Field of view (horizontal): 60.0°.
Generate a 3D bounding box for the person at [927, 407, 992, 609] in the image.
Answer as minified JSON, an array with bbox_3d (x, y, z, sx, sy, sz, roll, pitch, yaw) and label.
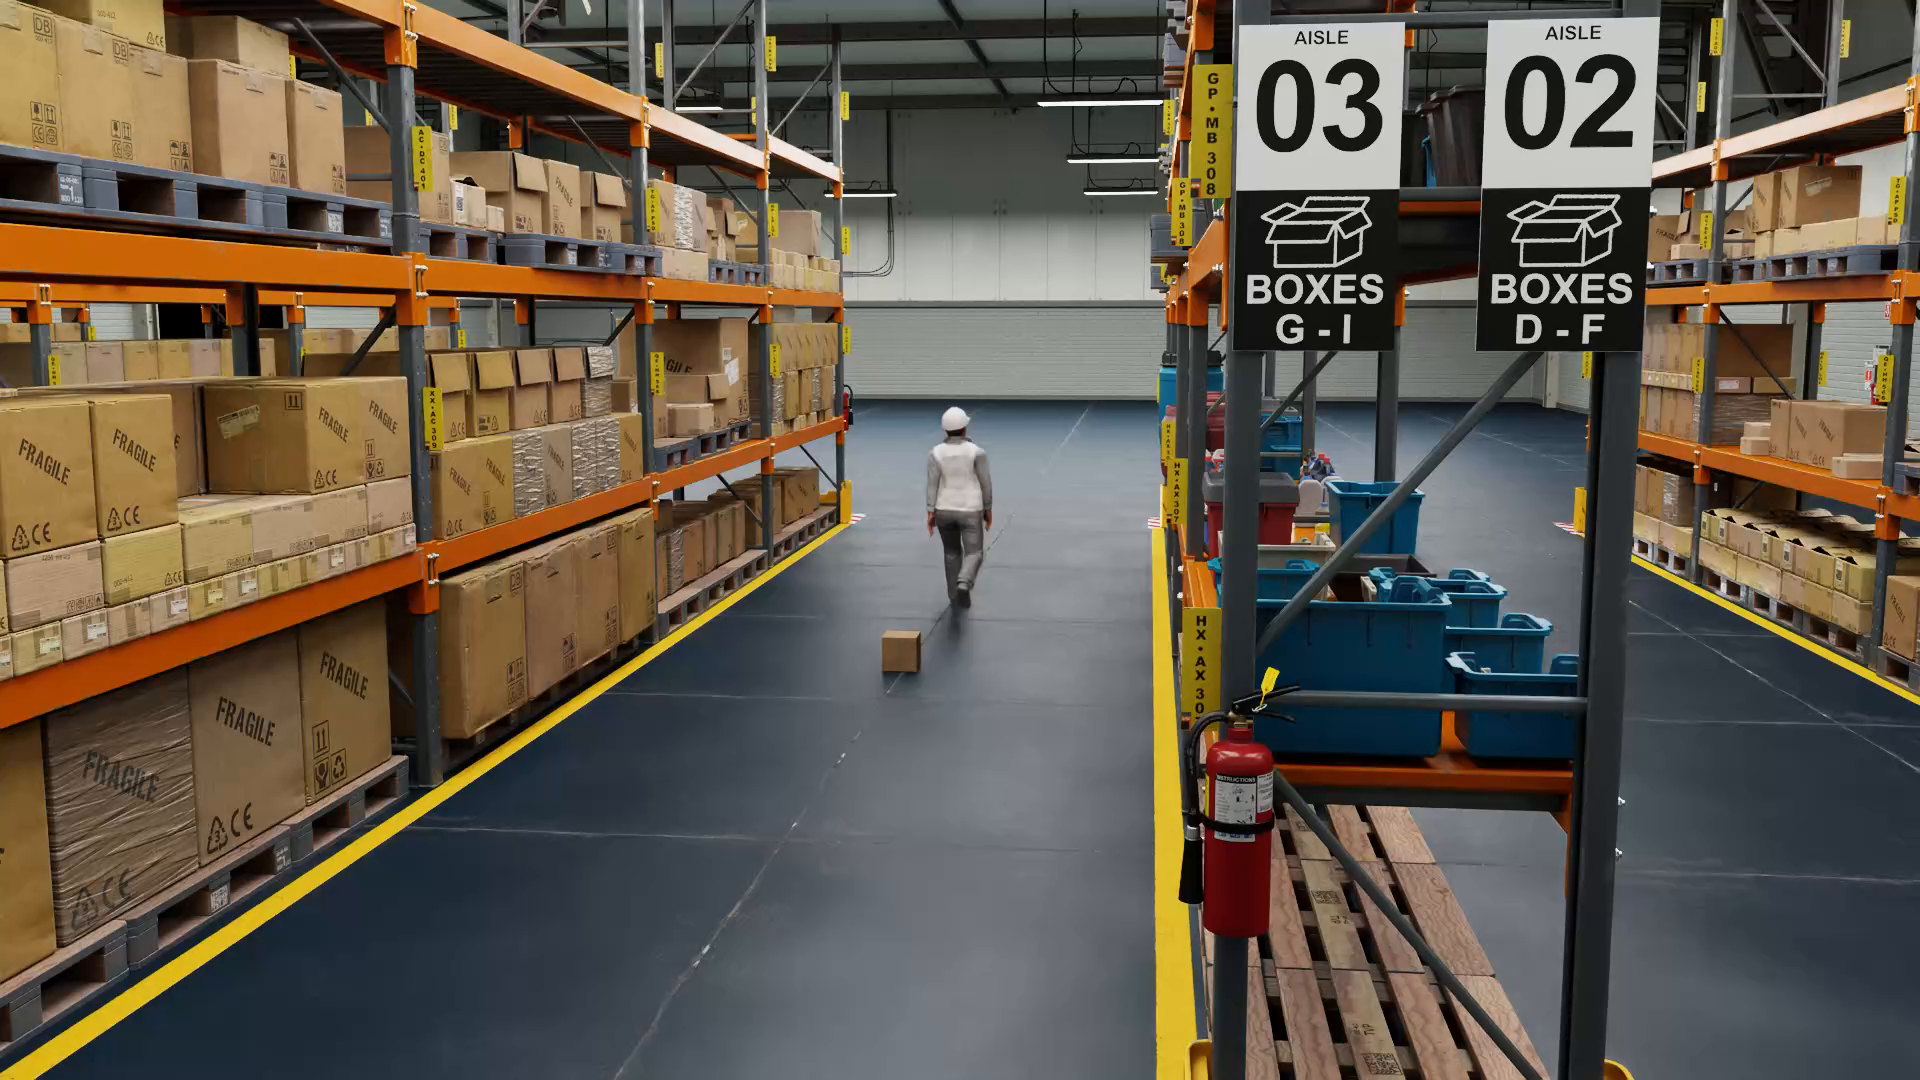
[{"bbox_3d":[-0.002,-0.257,14.124,0.551,1.736,0.865,2,8,13],"label":"person"}]
